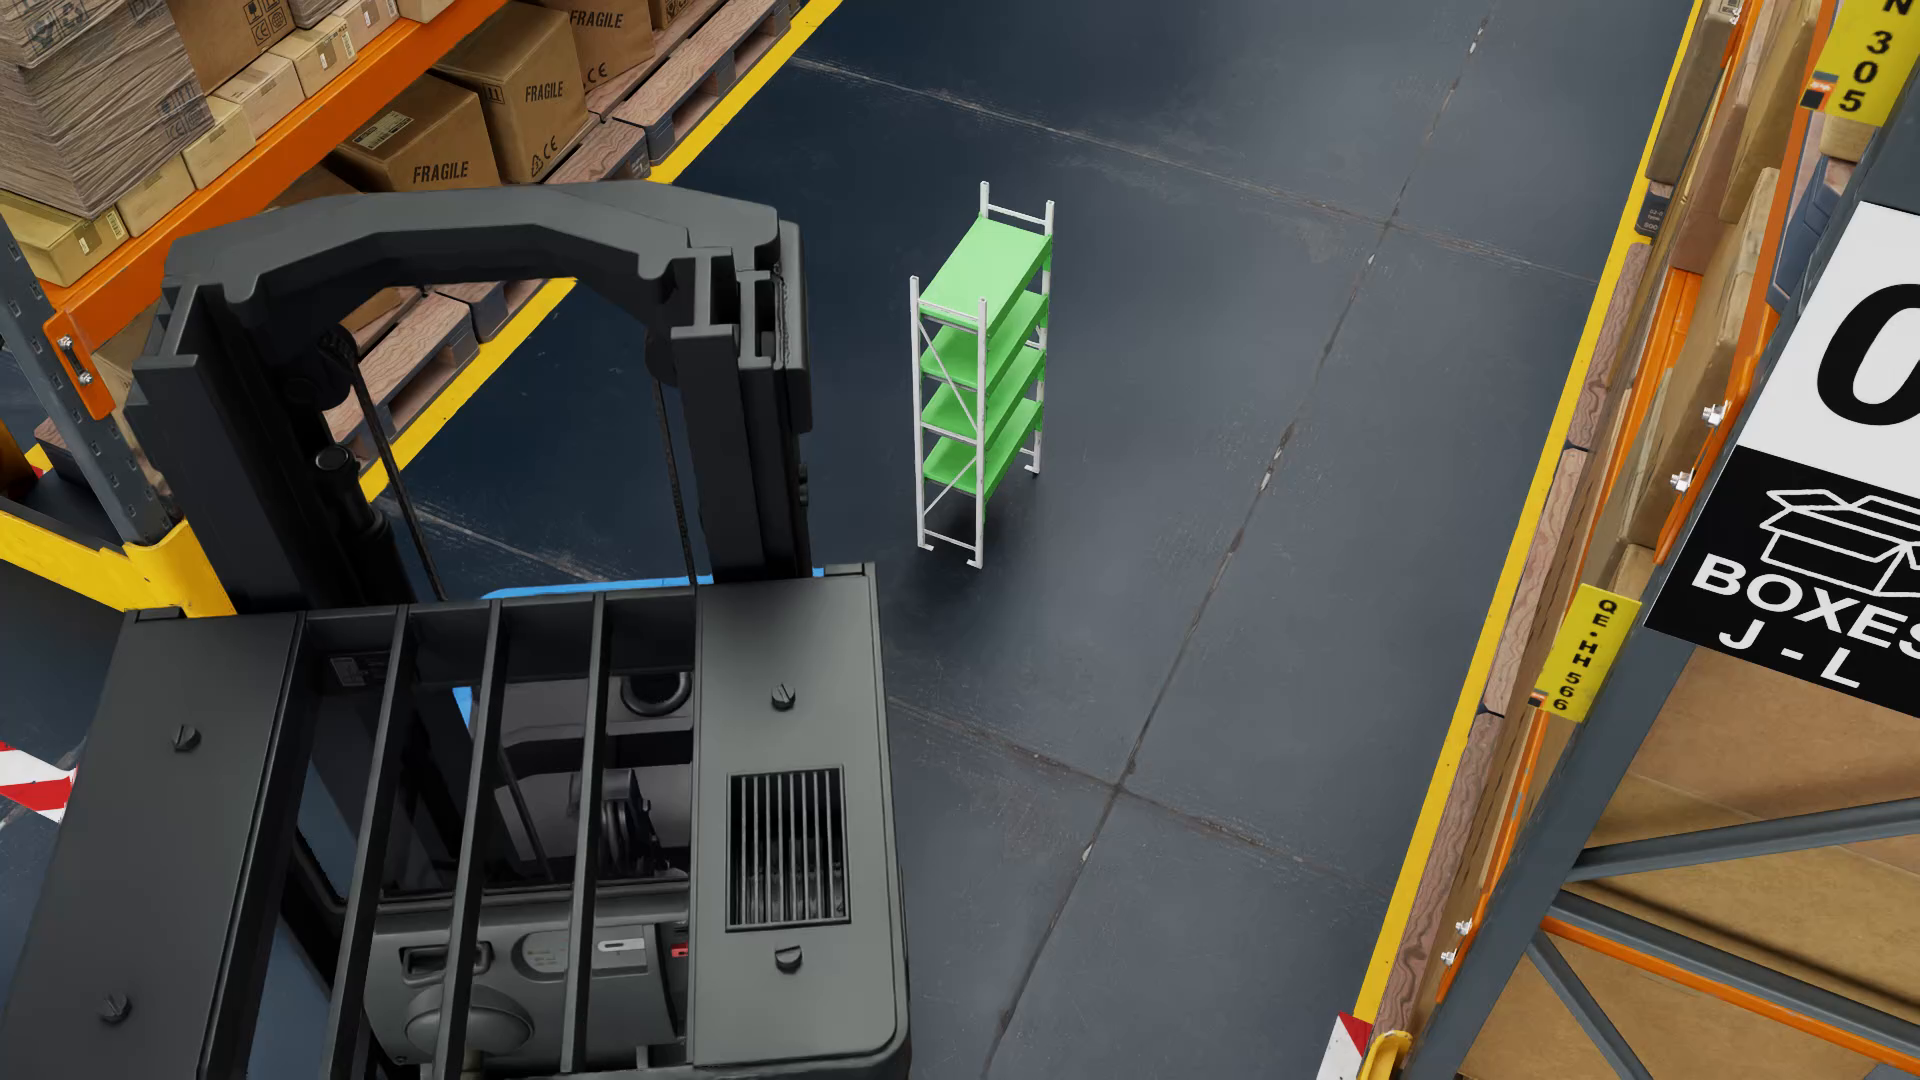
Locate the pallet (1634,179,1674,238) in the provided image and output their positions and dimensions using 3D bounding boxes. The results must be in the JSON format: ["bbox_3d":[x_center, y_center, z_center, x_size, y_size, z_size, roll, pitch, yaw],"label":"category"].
[{"bbox_3d":[3.469,-1.579,6.955,1.003,0.211,1.213,20,52,16],"label":"pallet"}]

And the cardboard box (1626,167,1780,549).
[{"bbox_3d":[1.844,-0.222,3.162,0.875,0.550,0.550,20,52,16],"label":"cardboard box"}]

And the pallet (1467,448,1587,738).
[{"bbox_3d":[2.292,0.318,5.341,1.003,0.211,1.213,20,52,16],"label":"pallet"}]

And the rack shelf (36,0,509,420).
[{"bbox_3d":[-2.088,-2.000,5.954,1.077,0.370,4.000,20,52,16],"label":"rack shelf"}]

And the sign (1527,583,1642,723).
[{"bbox_3d":[1.014,0.190,2.703,0.100,0.325,0.005,20,52,16],"label":"sign"}]

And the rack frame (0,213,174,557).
[{"bbox_3d":[-2.943,-0.856,4.509,1.000,3.000,0.127,20,52,16],"label":"rack frame"}]

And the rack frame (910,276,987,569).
[{"bbox_3d":[-0.034,-0.335,5.247,0.240,1.200,0.015,20,52,16],"label":"rack frame"}]

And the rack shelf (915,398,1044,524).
[{"bbox_3d":[0.071,-0.306,5.621,0.258,0.148,0.480,20,52,16],"label":"rack shelf"}]

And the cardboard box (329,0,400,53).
[{"bbox_3d":[-2.077,-1.756,5.439,0.380,0.149,0.250,20,52,16],"label":"cardboard box"}]

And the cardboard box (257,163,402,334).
[{"bbox_3d":[-2.436,-1.029,6.022,0.500,0.500,0.500,33,57,25],"label":"cardboard box"}]

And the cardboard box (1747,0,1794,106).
[{"bbox_3d":[2.534,-1.339,4.112,0.875,0.550,0.550,20,52,16],"label":"cardboard box"}]

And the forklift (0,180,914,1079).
[{"bbox_3d":[-0.636,0.964,3.005,1.130,2.935,3.031,-4,50,-3],"label":"forklift"}]

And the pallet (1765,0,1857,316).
[{"bbox_3d":[1.806,-0.630,2.405,1.003,0.211,1.213,20,52,16],"label":"pallet"}]

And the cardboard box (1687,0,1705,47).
[{"bbox_3d":[3.807,-2.453,7.069,1.050,0.750,0.750,20,52,16],"label":"cardboard box"}]

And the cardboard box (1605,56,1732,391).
[{"bbox_3d":[2.875,-0.964,5.720,0.875,0.875,0.875,21,53,17],"label":"cardboard box"}]

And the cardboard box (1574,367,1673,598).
[{"bbox_3d":[1.831,0.123,3.577,0.875,0.550,0.550,20,52,16],"label":"cardboard box"}]

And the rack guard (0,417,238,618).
[{"bbox_3d":[-2.910,-0.098,5.505,1.175,0.500,0.348,20,52,16],"label":"rack guard"}]

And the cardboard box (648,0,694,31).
[{"bbox_3d":[-1.441,-2.674,7.421,0.500,0.500,0.500,18,52,15],"label":"cardboard box"}]

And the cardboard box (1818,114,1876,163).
[{"bbox_3d":[1.334,-0.571,2.120,0.380,0.149,0.250,20,52,16],"label":"cardboard box"}]

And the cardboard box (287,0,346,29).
[{"bbox_3d":[-2.325,-2.068,5.279,0.875,0.500,0.500,20,52,16],"label":"cardboard box"}]

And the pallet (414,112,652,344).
[{"bbox_3d":[-2.009,-1.389,6.793,1.003,0.211,1.213,20,52,16],"label":"pallet"}]

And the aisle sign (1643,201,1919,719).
[{"bbox_3d":[1.197,-0.063,2.128,0.394,0.787,0.004,20,52,16],"label":"aisle sign"}]

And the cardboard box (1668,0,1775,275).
[{"bbox_3d":[2.509,-0.998,4.531,0.875,0.550,0.550,20,52,16],"label":"cardboard box"}]

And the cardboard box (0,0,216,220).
[{"bbox_3d":[-2.683,-1.354,4.672,0.875,0.500,0.500,20,52,16],"label":"cardboard box"}]

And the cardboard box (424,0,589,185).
[{"bbox_3d":[-1.873,-1.824,6.698,0.500,0.500,0.500,16,51,13],"label":"cardboard box"}]

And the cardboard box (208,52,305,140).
[{"bbox_3d":[-2.273,-1.405,5.141,0.380,0.149,0.250,20,52,16],"label":"cardboard box"}]

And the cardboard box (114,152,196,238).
[{"bbox_3d":[-2.481,-1.059,4.846,0.380,0.149,0.250,20,52,16],"label":"cardboard box"}]

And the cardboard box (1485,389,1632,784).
[{"bbox_3d":[2.103,0.285,4.657,0.875,0.875,0.875,19,52,16],"label":"cardboard box"}]

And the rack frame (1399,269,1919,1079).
[{"bbox_3d":[1.499,0.828,3.076,1.000,3.000,0.127,20,52,16],"label":"rack frame"}]

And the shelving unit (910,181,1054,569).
[{"bbox_3d":[0.071,-0.503,5.390,0.258,1.200,0.503,20,52,16],"label":"shelving unit"}]

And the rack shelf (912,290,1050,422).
[{"bbox_3d":[0.071,-0.617,5.256,0.258,0.148,0.480,20,52,16],"label":"rack shelf"}]

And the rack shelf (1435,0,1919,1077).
[{"bbox_3d":[2.353,-0.316,4.522,1.077,0.370,4.000,20,52,16],"label":"rack shelf"}]
